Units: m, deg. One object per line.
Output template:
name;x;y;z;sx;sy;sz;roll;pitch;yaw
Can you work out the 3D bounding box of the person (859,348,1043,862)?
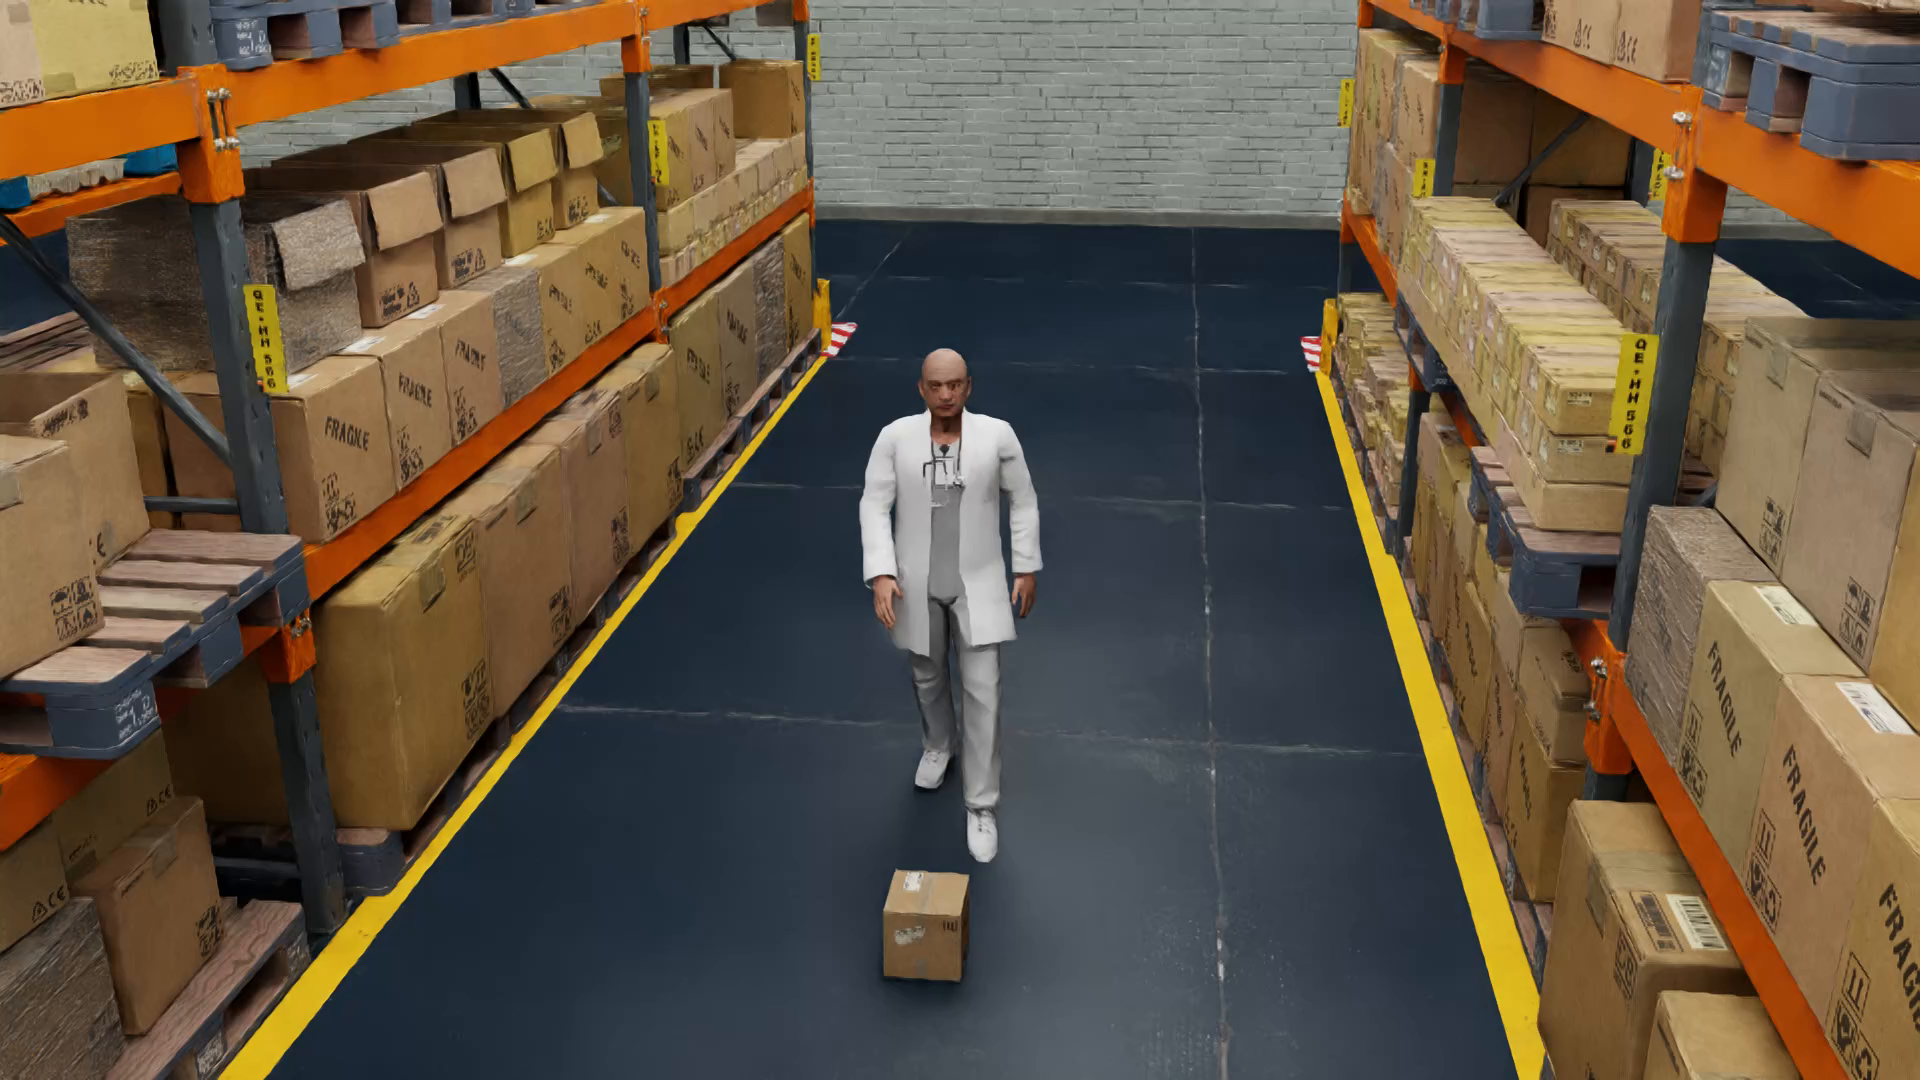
person;-0.038;0.201;6.126;0.680;1.775;0.860;1;21;4
